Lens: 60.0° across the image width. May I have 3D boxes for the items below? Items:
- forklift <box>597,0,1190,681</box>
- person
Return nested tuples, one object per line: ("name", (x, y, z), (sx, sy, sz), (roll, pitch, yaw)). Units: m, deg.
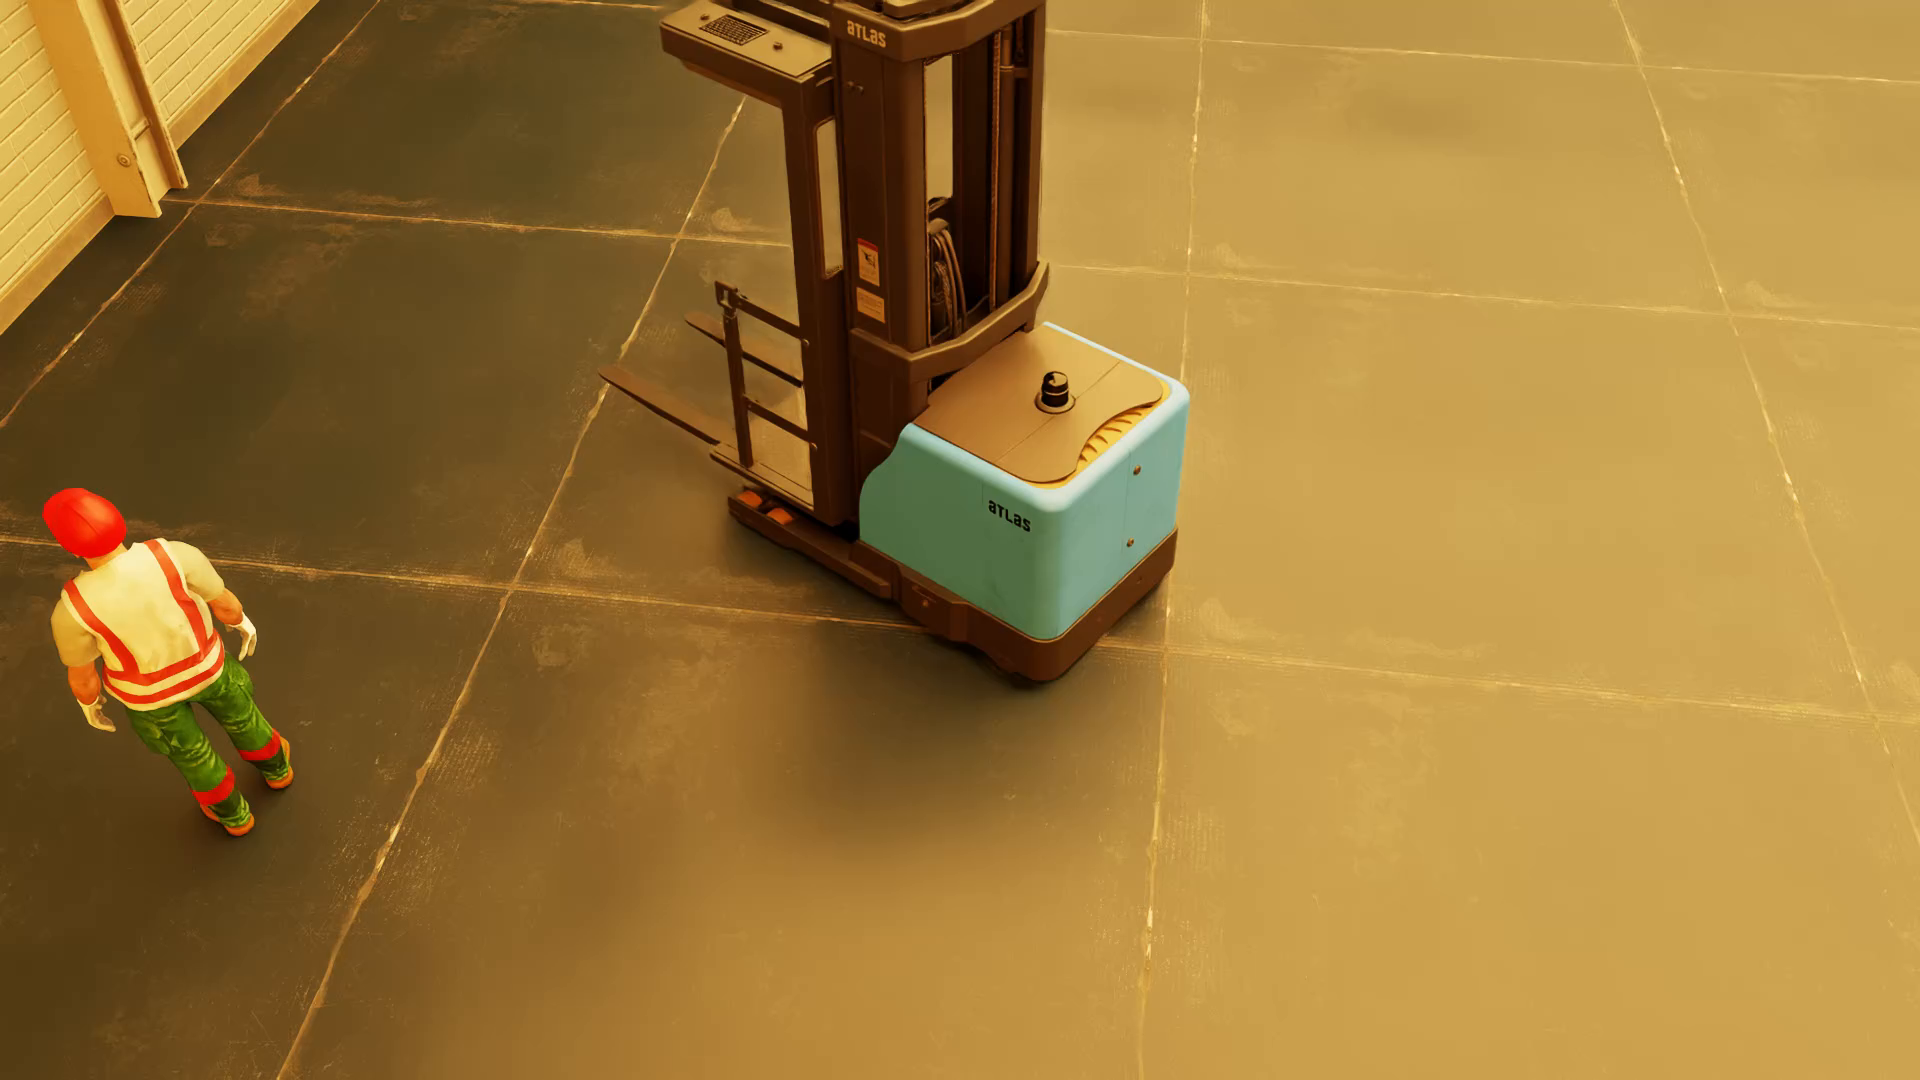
("forklift", (-0.476, -1.314, 7.154), (3.031, 2.935, 1.130), (29, 50, 28))
("person", (-2.912, 0.434, 6.086), (0.638, 1.786, 0.566), (-30, 50, -28))
